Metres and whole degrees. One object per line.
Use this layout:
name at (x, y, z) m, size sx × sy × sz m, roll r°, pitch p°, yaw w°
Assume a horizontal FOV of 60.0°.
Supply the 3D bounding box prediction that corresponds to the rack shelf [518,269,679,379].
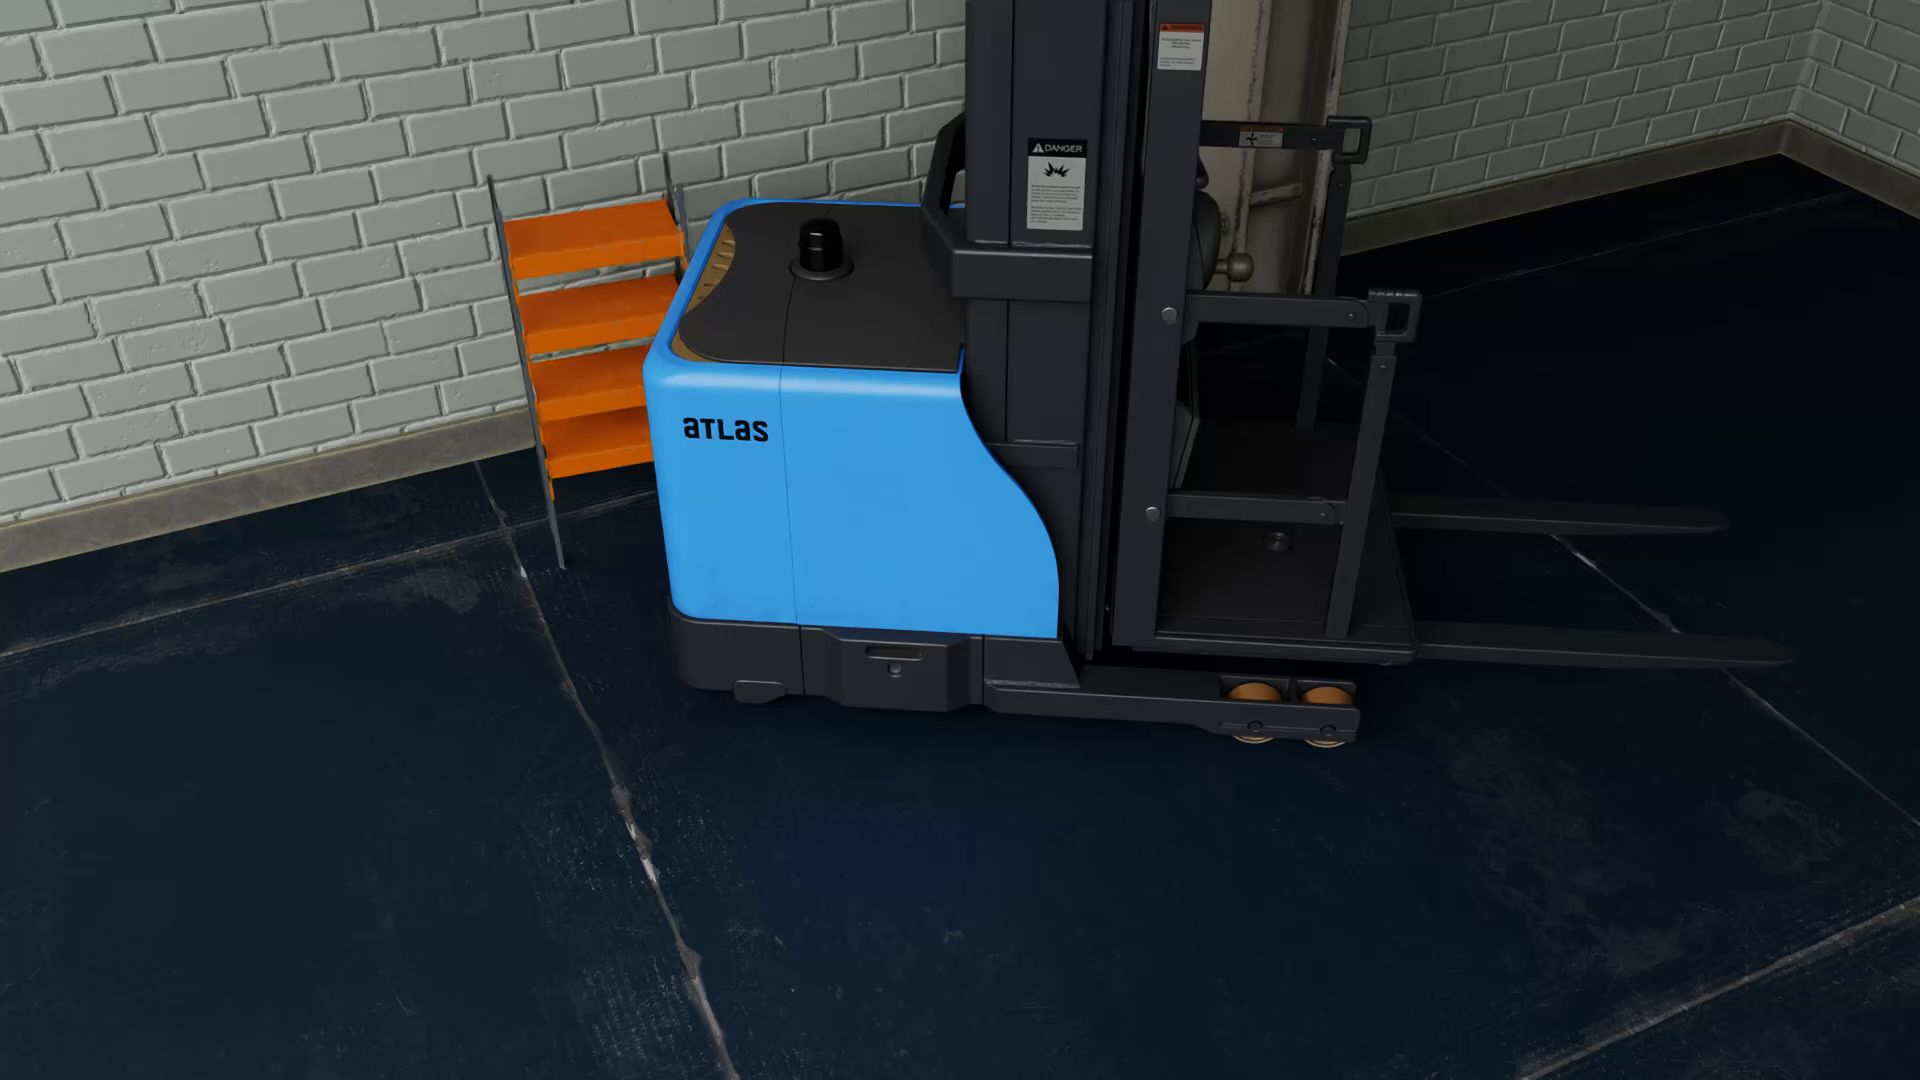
rack shelf at (-1.032, -0.631, 4.830) m, size 0.480 × 0.148 × 0.258 m, roll -11°, pitch 38°, yaw -15°

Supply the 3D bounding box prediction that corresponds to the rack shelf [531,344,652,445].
rack shelf at (-1.031, -0.451, 4.963) m, size 0.480 × 0.148 × 0.258 m, roll -11°, pitch 38°, yaw -15°

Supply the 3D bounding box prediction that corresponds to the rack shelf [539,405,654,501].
rack shelf at (-1.031, -0.291, 5.081) m, size 0.480 × 0.148 × 0.258 m, roll -11°, pitch 38°, yaw -15°

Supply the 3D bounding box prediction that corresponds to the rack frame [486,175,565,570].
rack frame at (-1.263, -0.459, 4.861) m, size 0.015 × 1.200 × 0.240 m, roll -11°, pitch 38°, yaw -15°

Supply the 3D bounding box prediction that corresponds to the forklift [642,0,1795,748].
forklift at (0.750, -0.949, 4.069) m, size 3.031 × 2.935 × 1.130 m, roll 3°, pitch 37°, yaw 4°

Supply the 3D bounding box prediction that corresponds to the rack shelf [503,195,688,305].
rack shelf at (-1.032, -0.821, 4.689) m, size 0.480 × 0.148 × 0.258 m, roll -11°, pitch 38°, yaw -15°

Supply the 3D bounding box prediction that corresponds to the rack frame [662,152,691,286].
rack frame at (-0.800, -0.551, 4.984) m, size 0.015 × 1.200 × 0.240 m, roll -11°, pitch 38°, yaw -15°

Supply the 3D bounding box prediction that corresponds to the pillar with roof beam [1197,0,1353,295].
pillar with roof beam at (2.960, -2.256, 0.738) m, size 0.400 × 9.000 × 9.100 m, roll -16°, pitch 39°, yaw -20°

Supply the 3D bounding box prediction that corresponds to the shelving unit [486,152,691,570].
shelving unit at (-1.031, -0.505, 4.923) m, size 0.503 × 1.200 × 0.258 m, roll -11°, pitch 38°, yaw -15°
